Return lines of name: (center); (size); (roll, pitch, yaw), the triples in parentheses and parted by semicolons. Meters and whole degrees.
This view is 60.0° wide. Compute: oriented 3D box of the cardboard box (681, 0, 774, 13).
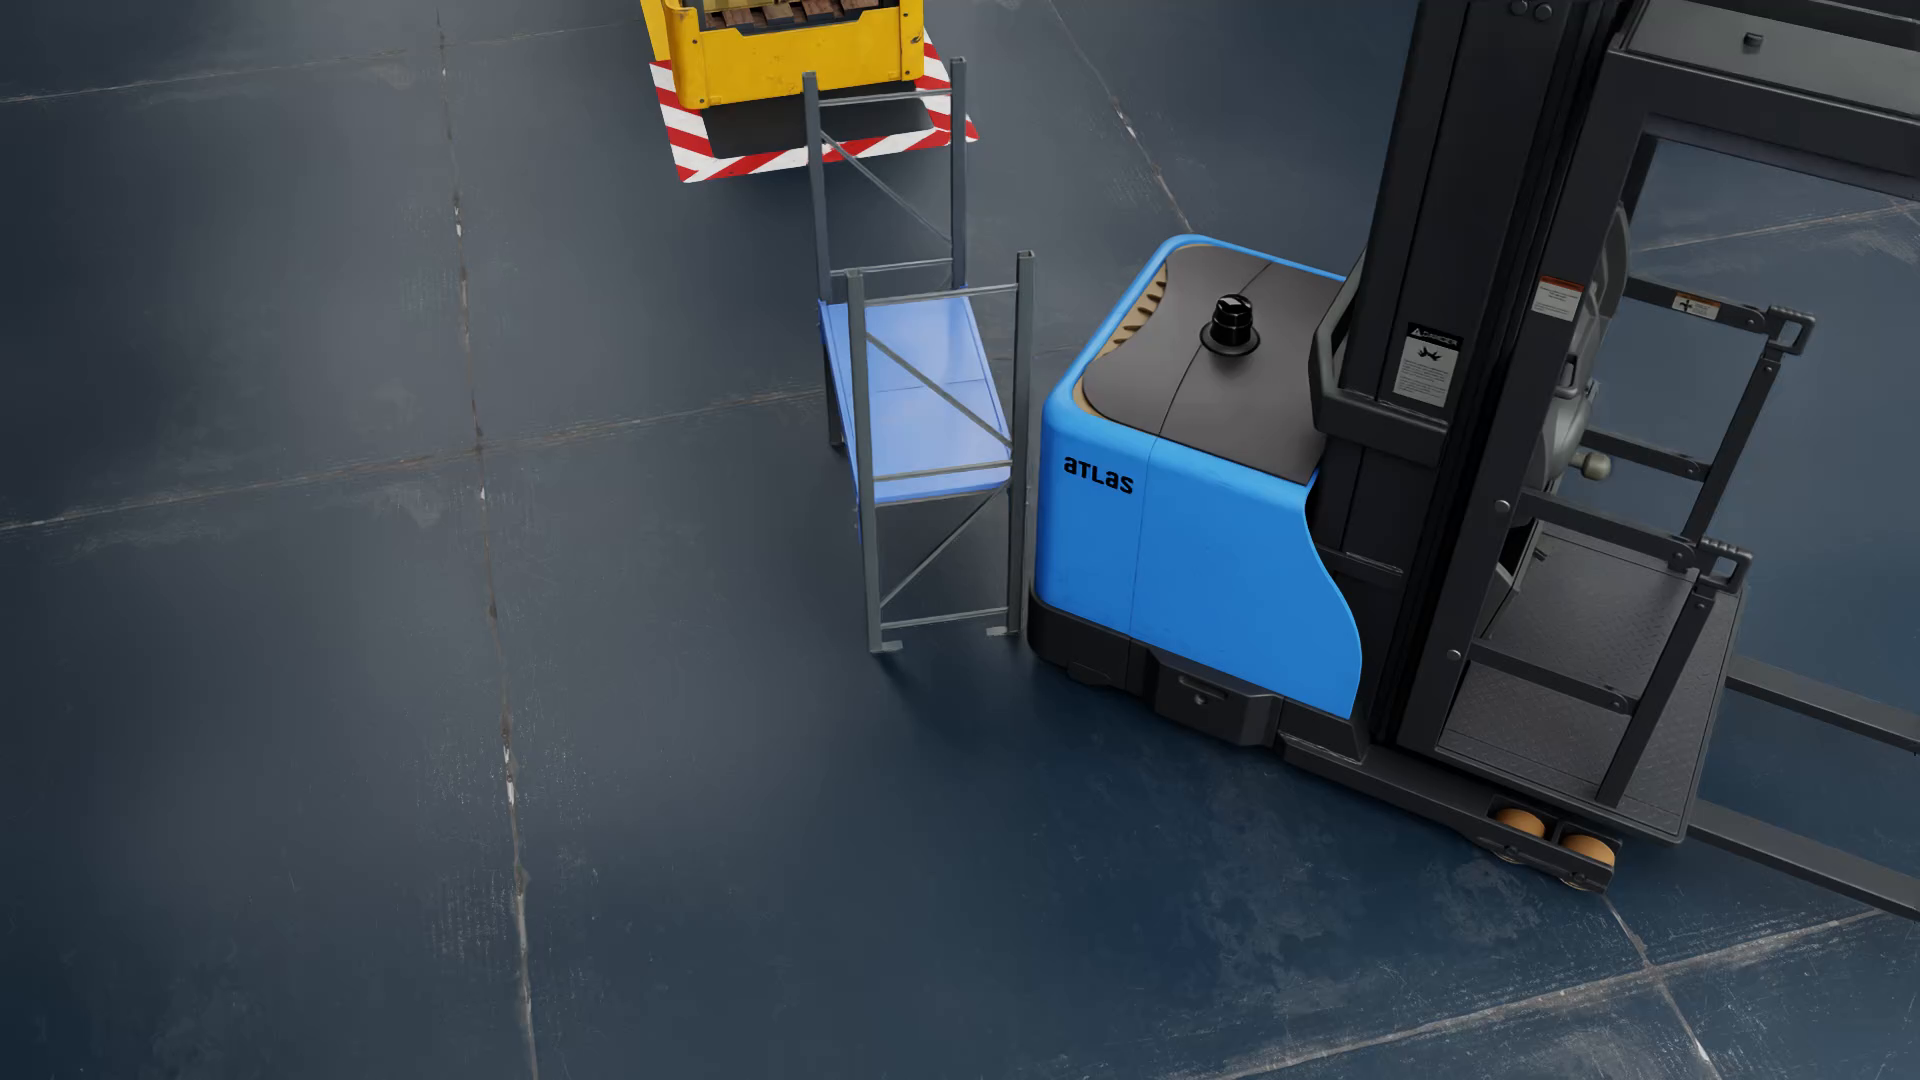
cardboard box: (-1.194, -2.776, 8.002); (0.500, 0.250, 0.500); (-11, 47, -10)

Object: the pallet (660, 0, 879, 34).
pallet: (-1.007, -2.820, 8.366); (1.003, 0.211, 1.213); (-11, 47, -10)

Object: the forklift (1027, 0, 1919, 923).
forklift: (1.762, -0.461, 4.149); (3.031, 2.935, 1.130); (21, 49, 19)

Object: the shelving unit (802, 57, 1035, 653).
shelving unit: (-0.141, -0.558, 5.247); (0.538, 1.500, 1.048); (-7, 46, -7)

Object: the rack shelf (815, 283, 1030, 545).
rack shelf: (-0.141, -0.432, 5.375); (0.538, 0.185, 1.000); (-7, 46, -7)

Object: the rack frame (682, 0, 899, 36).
rack frame: (-0.771, -3.275, 6.860); (1.000, 3.000, 0.127); (-11, 47, -10)

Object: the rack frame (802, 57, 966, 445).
rack frame: (-0.231, -0.915, 5.597); (0.500, 1.500, 0.032); (-7, 46, -7)

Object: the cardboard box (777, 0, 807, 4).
cardboard box: (-0.693, -2.871, 8.095); (0.500, 0.250, 0.500); (-11, 47, -10)

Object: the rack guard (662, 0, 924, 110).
rack guard: (-0.765, -2.384, 7.736); (1.175, 0.500, 0.348); (-11, 47, -10)

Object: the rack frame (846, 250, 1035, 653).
rack frame: (-0.050, -0.201, 4.896); (0.500, 1.500, 0.032); (-7, 46, -7)
